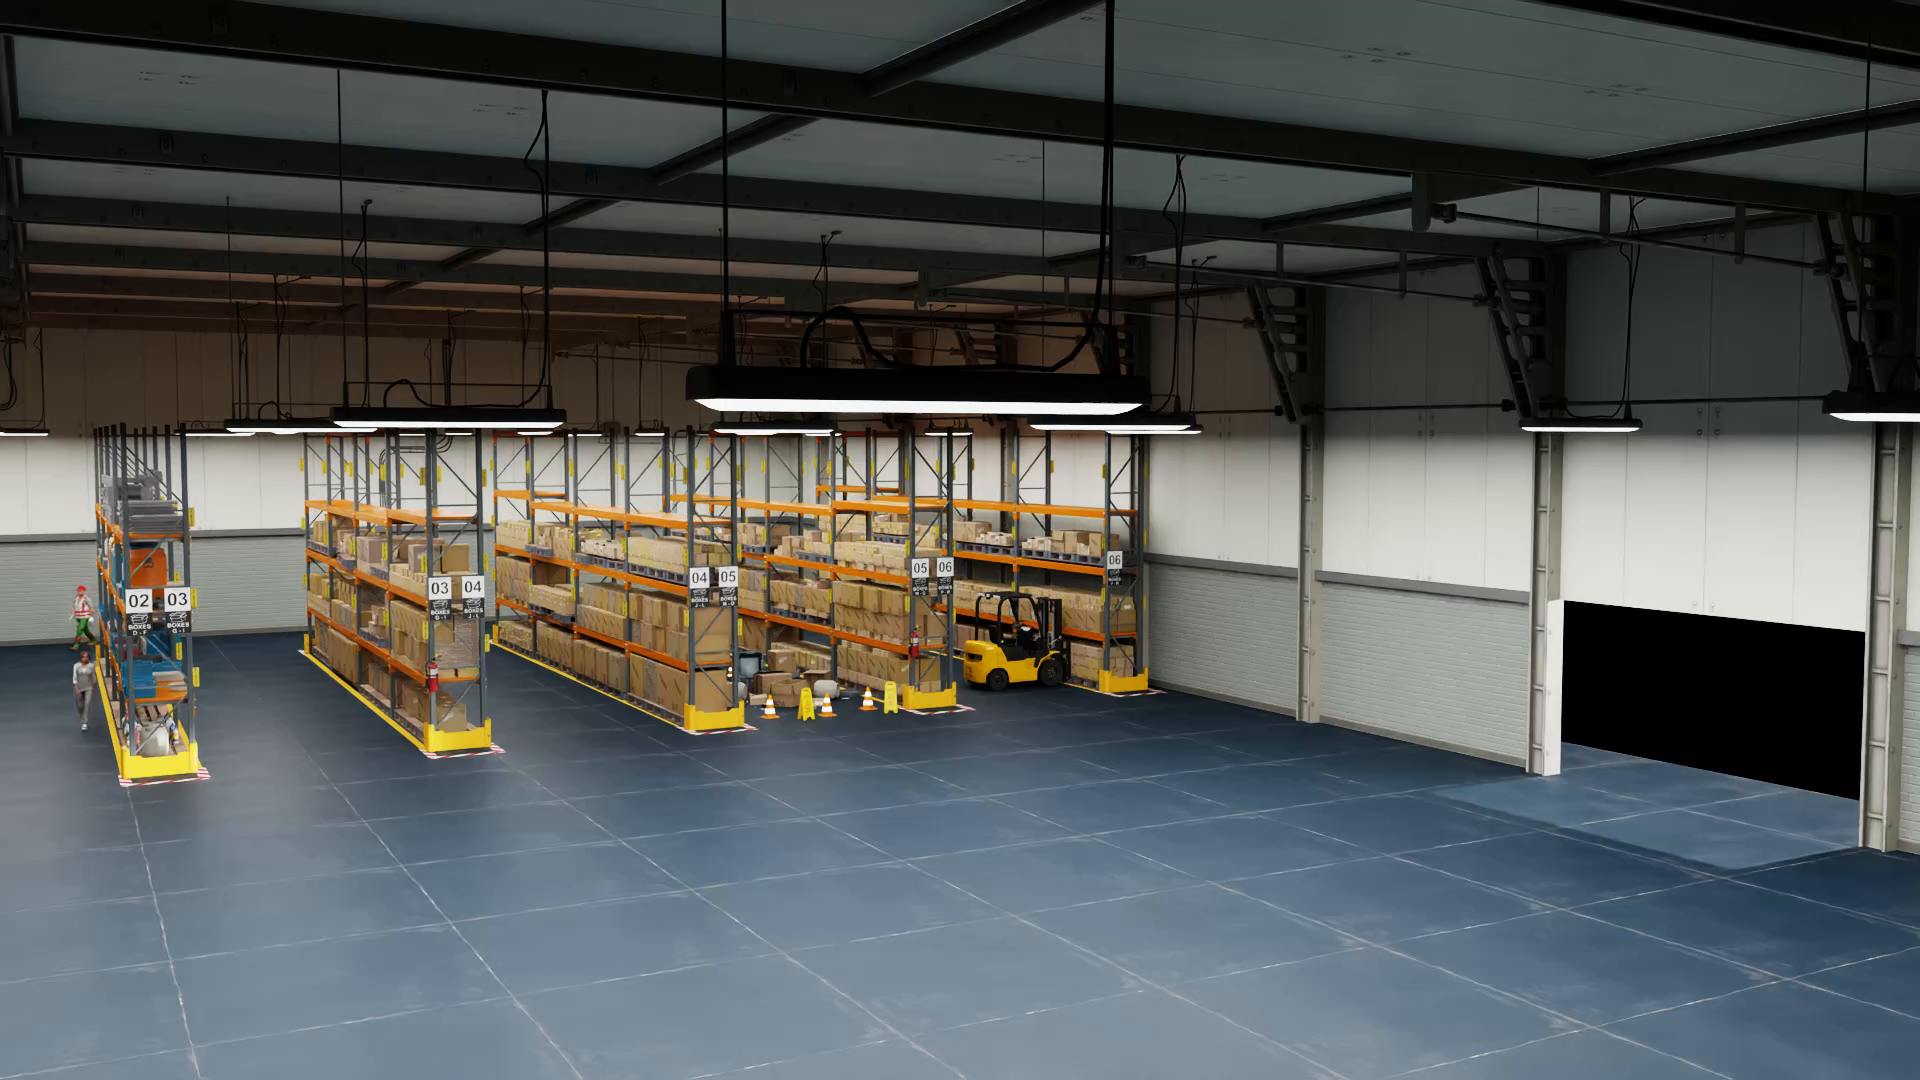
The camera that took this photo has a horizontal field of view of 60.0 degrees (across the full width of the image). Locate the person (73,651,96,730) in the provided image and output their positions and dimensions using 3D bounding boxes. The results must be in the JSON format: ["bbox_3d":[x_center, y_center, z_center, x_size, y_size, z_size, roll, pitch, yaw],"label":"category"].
[{"bbox_3d":[-17.313,2.956,32.875,0.403,1.518,0.964,-1,4,-23],"label":"person"}]

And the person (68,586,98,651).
[{"bbox_3d":[-23.898,2.114,45.280,0.551,1.758,1.056,1,4,17],"label":"person"}]
